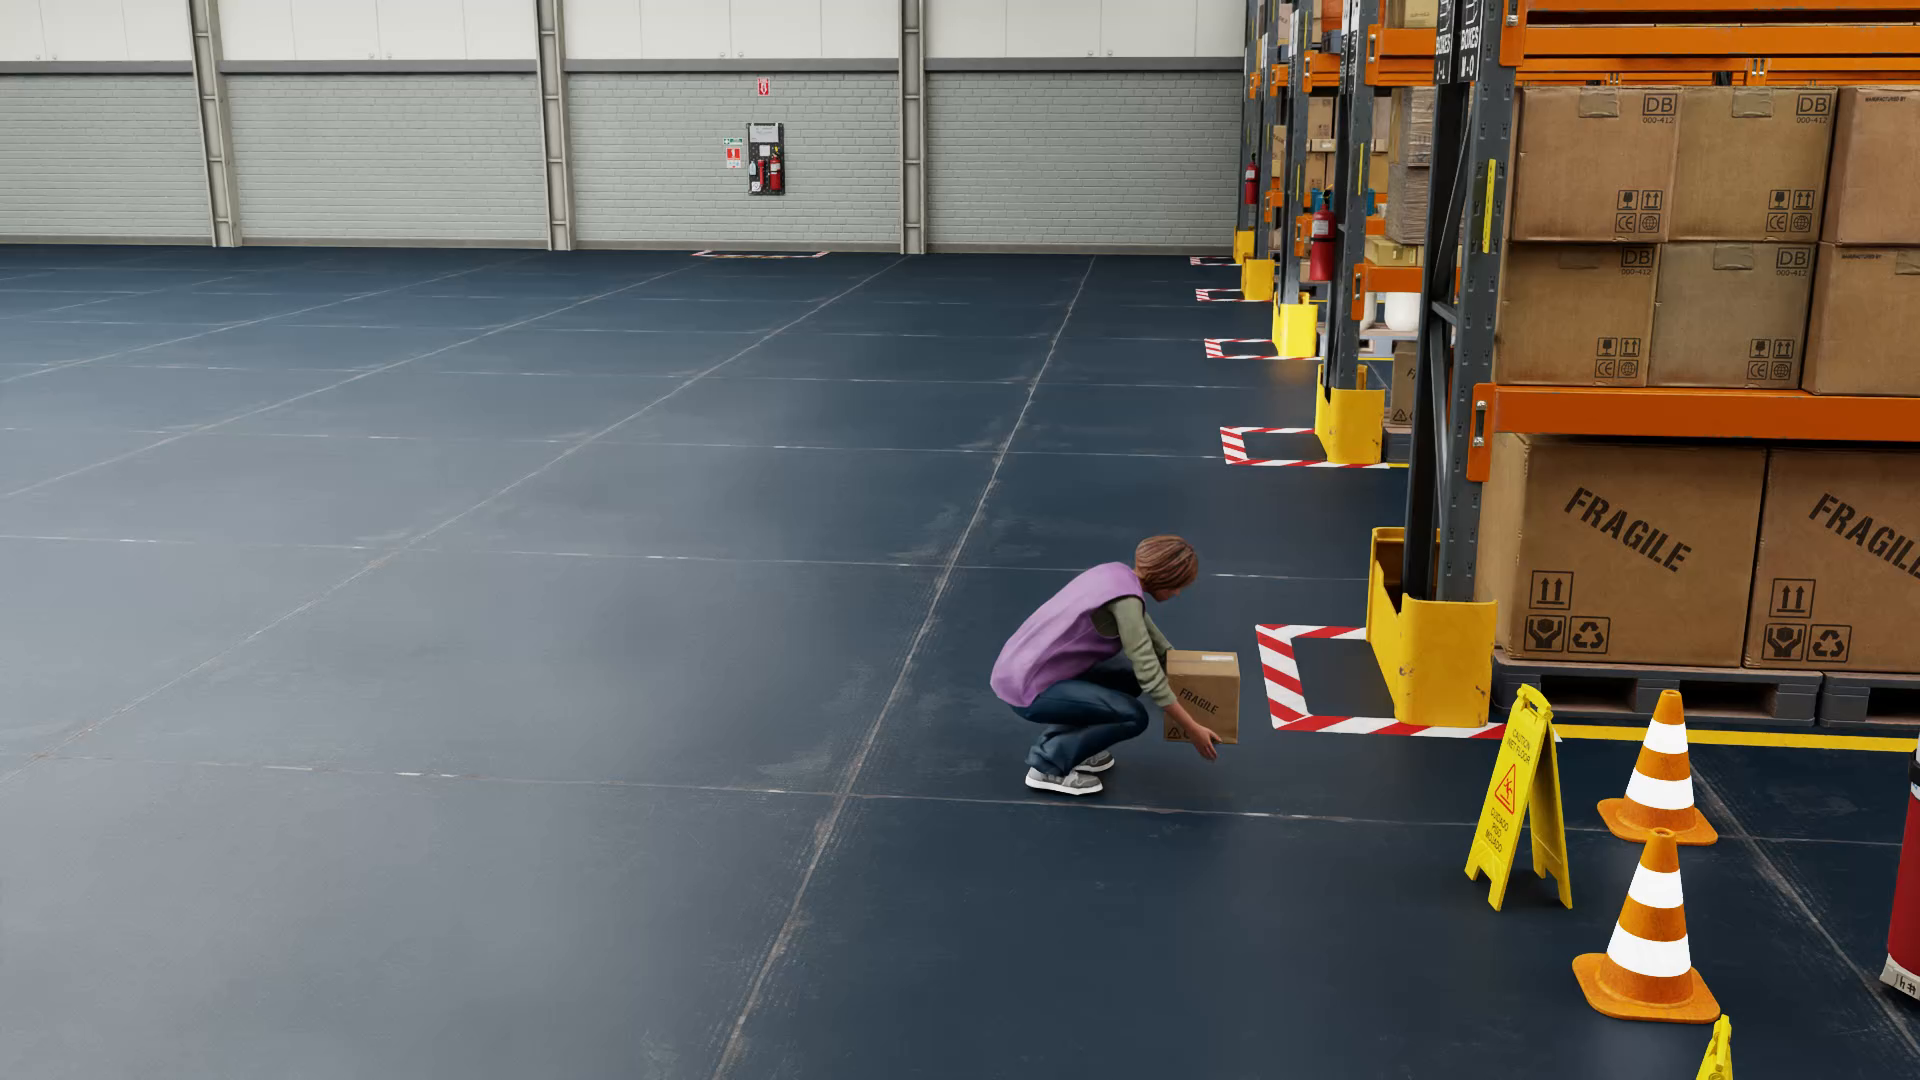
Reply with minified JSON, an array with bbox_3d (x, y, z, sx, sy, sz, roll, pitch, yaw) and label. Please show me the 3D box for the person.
[{"bbox_3d":[0.512,0.433,5.806,0.814,0.883,0.435,2,15,6],"label":"person"}]
